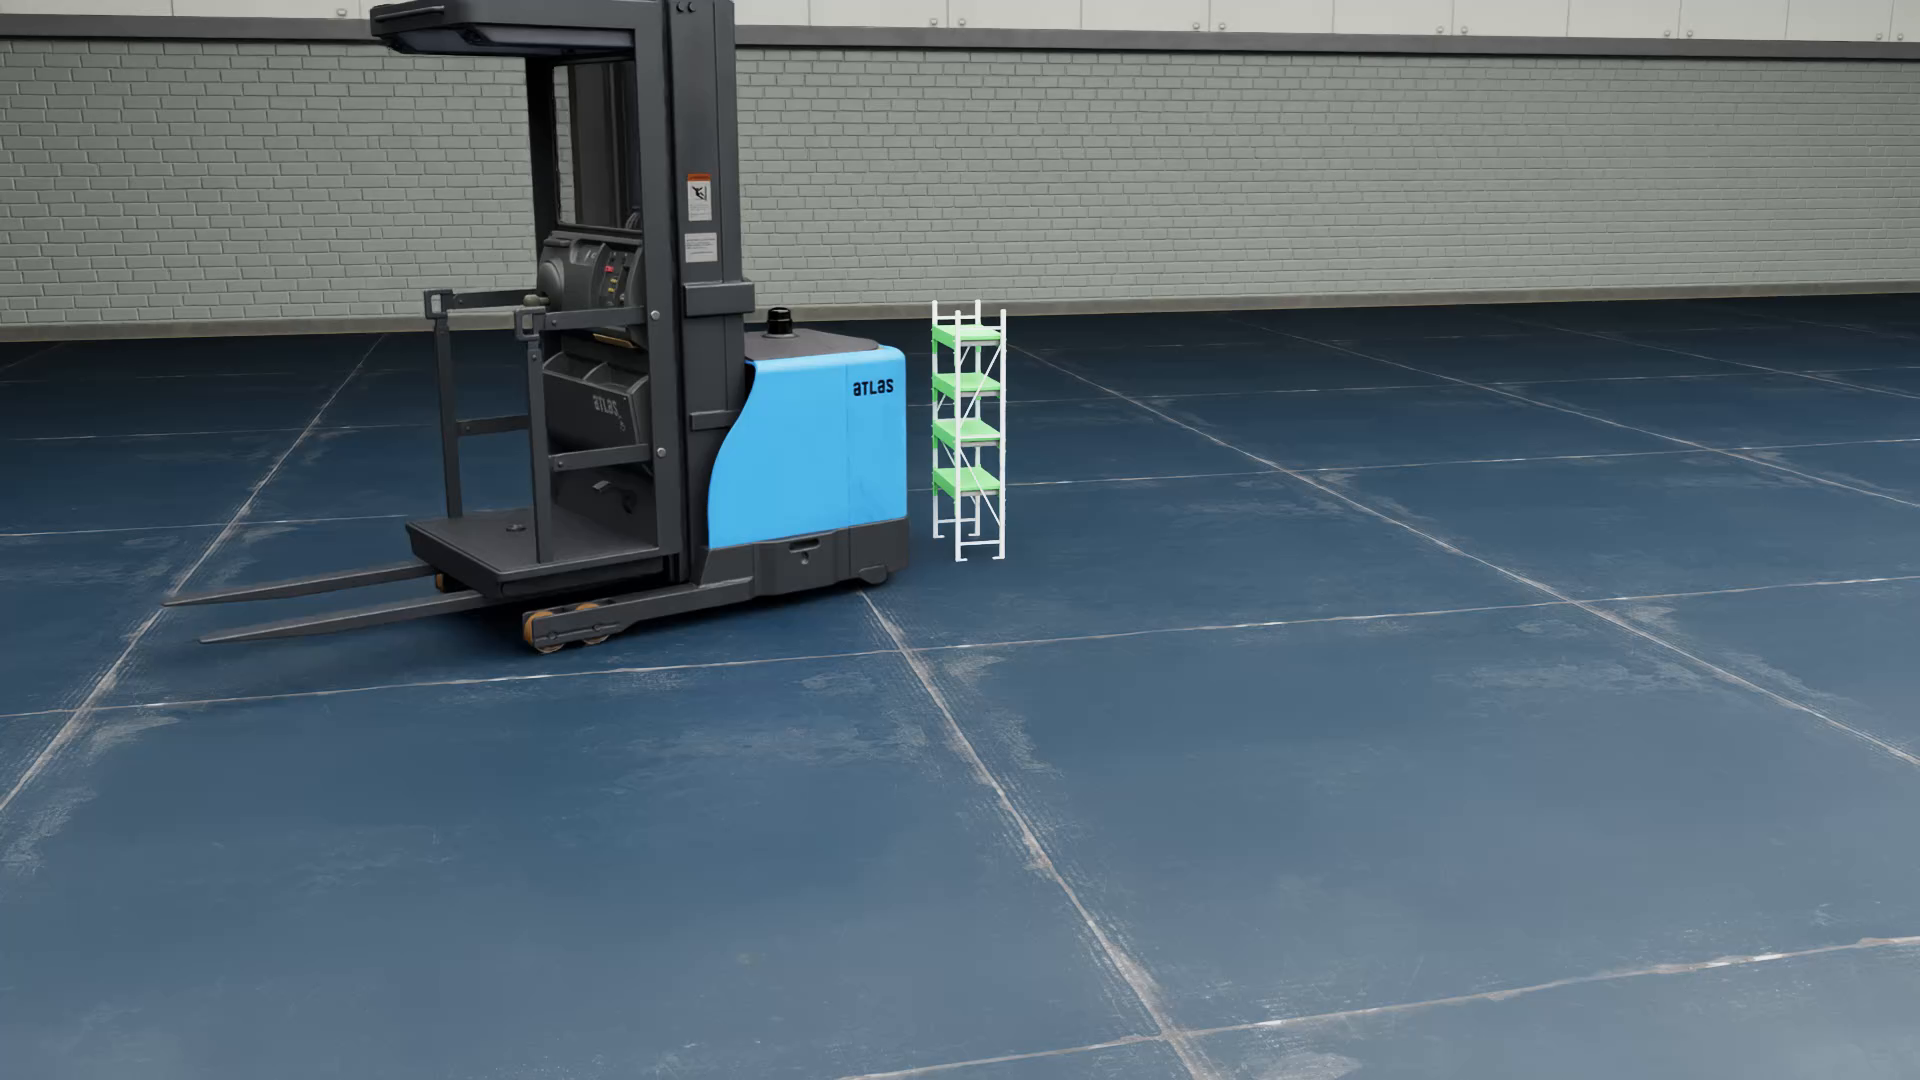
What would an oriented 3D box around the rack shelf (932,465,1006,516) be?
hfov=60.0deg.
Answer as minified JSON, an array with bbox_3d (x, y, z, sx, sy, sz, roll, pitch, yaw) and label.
[{"bbox_3d":[0.039,-0.249,8.200,0.258,0.148,0.480,-3,14,-13],"label":"rack shelf"}]

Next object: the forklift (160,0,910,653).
[{"bbox_3d":[-1.715,-1.117,6.824,3.031,2.935,1.130,-10,17,-35],"label":"forklift"}]

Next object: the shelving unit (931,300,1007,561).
[{"bbox_3d":[0.039,-0.545,8.128,0.258,1.200,0.503,-3,14,-13],"label":"shelving unit"}]

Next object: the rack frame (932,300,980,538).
[{"bbox_3d":[-0.018,-0.601,8.359,0.240,1.200,0.015,-3,14,-13],"label":"rack frame"}]

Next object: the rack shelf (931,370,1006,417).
[{"bbox_3d":[0.039,-0.716,8.087,0.258,0.148,0.480,-3,14,-13],"label":"rack shelf"}]

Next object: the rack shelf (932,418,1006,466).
[{"bbox_3d":[0.039,-0.483,8.144,0.258,0.148,0.480,-3,14,-13],"label":"rack shelf"}]

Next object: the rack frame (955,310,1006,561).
[{"bbox_3d":[0.096,-0.488,7.898,0.240,1.200,0.015,-3,14,-13],"label":"rack frame"}]

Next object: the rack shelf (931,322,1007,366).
[{"bbox_3d":[0.039,-0.949,8.030,0.258,0.148,0.480,-3,14,-13],"label":"rack shelf"}]
